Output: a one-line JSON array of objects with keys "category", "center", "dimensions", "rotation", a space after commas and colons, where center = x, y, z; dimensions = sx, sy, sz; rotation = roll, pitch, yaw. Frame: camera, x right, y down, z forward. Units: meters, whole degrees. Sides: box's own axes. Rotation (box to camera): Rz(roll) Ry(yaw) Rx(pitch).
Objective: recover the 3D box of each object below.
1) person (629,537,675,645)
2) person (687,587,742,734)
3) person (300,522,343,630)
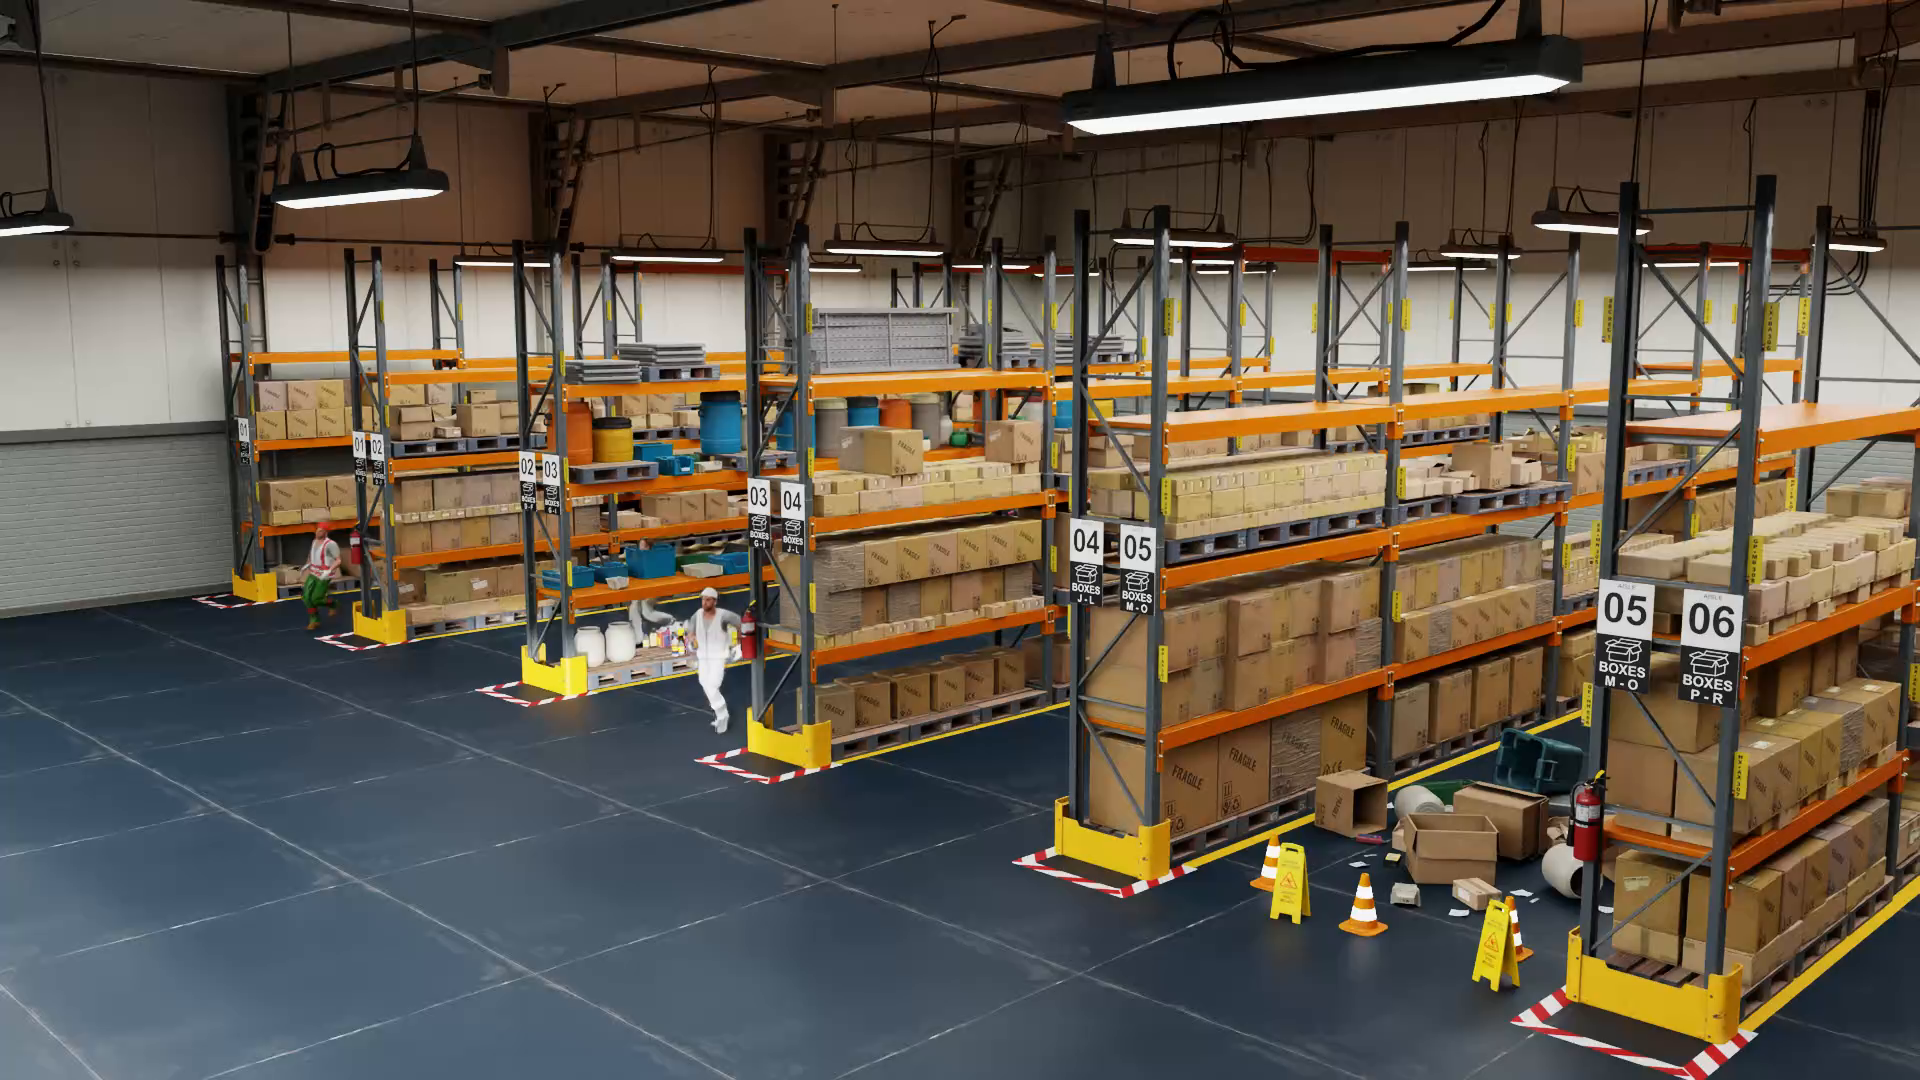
[{"category": "person", "center": [-4.762, 0.774, 25.348], "dimensions": [0.567, 1.667, 0.867], "rotation": [8, 11, 43]}, {"category": "person", "center": [-2.985, 1.469, 20.071], "dimensions": [0.677, 1.817, 0.719], "rotation": [3, 9, 22]}, {"category": "person", "center": [-10.170, 0.569, 26.627], "dimensions": [0.711, 1.746, 0.622], "rotation": [5, 9, 30]}]
